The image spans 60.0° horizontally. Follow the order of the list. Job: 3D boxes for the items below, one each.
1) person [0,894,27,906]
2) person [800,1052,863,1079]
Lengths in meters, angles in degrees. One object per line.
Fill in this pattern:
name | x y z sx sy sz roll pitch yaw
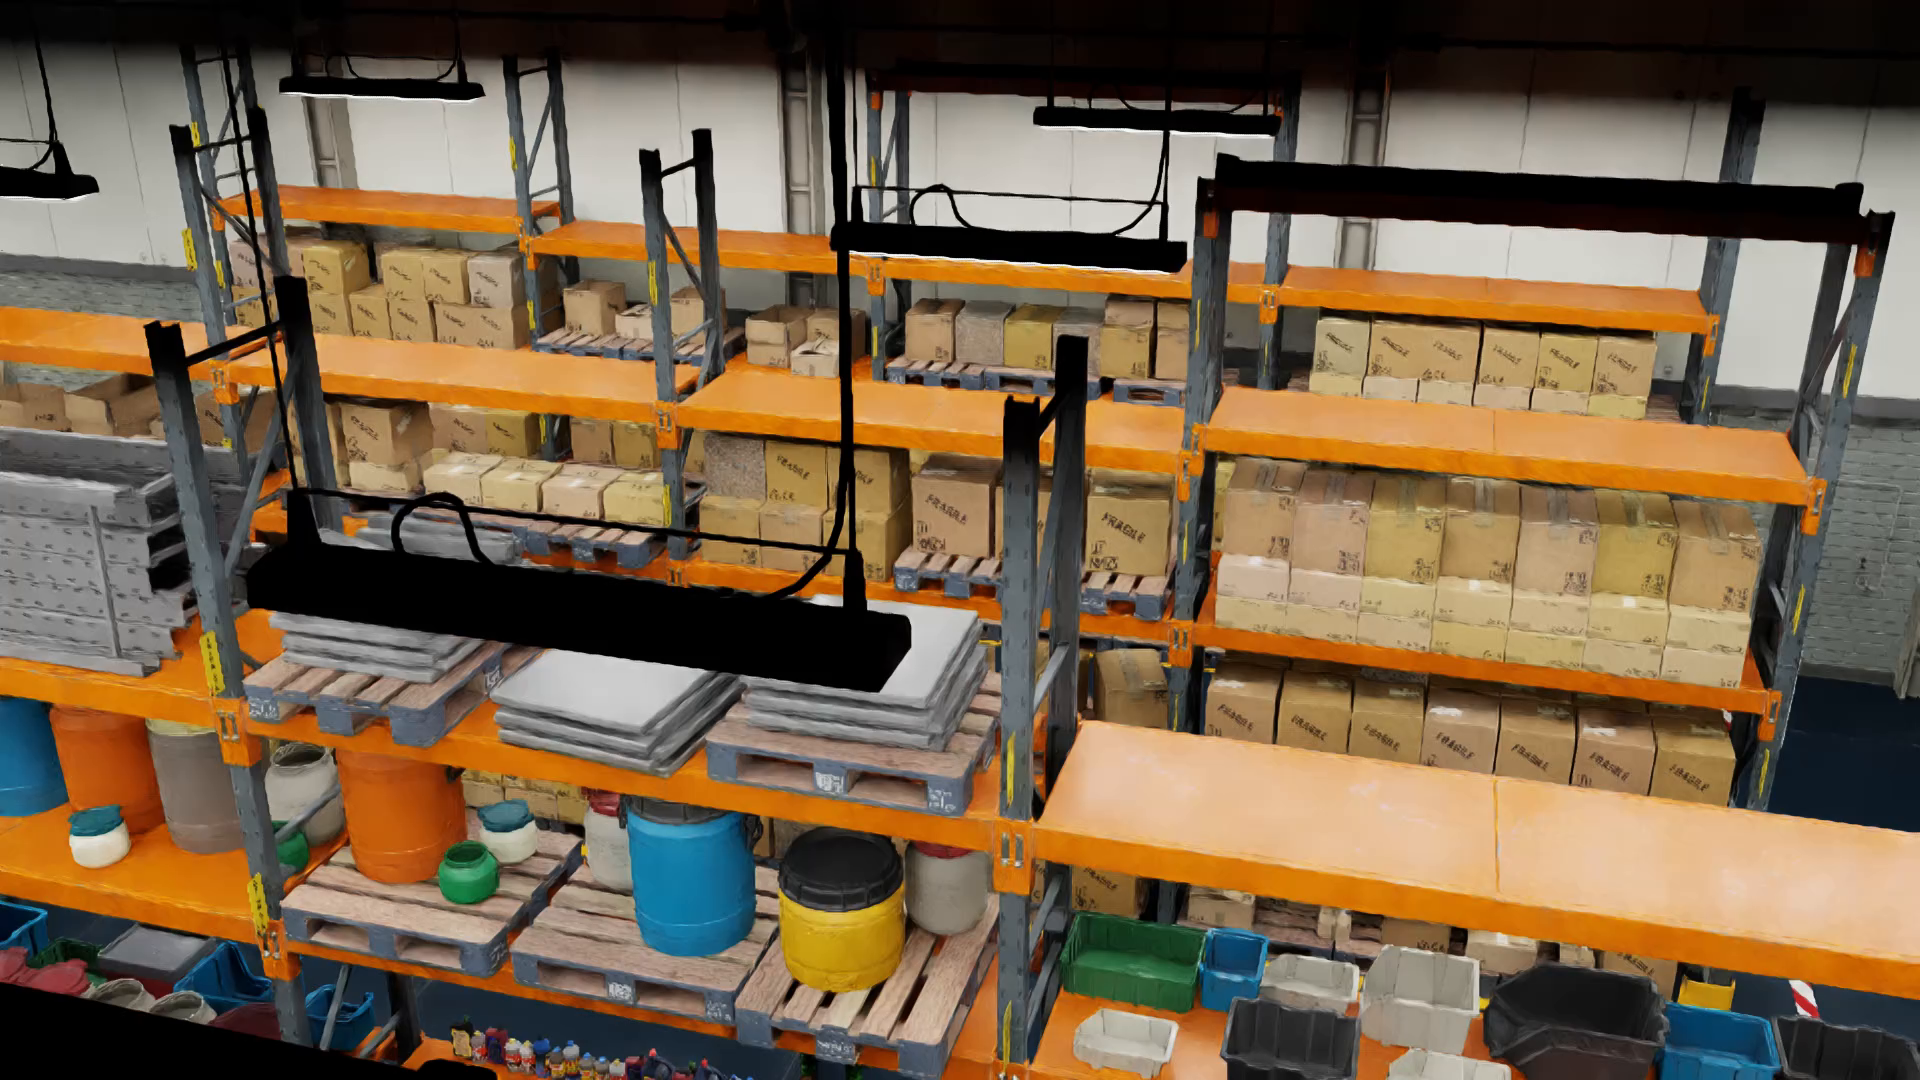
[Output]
person | -7.604 2.272 13.006 0.602 1.762 0.447 -6 23 -14
person | -0.888 2.986 11.213 0.601 1.788 0.454 -4 23 -10
